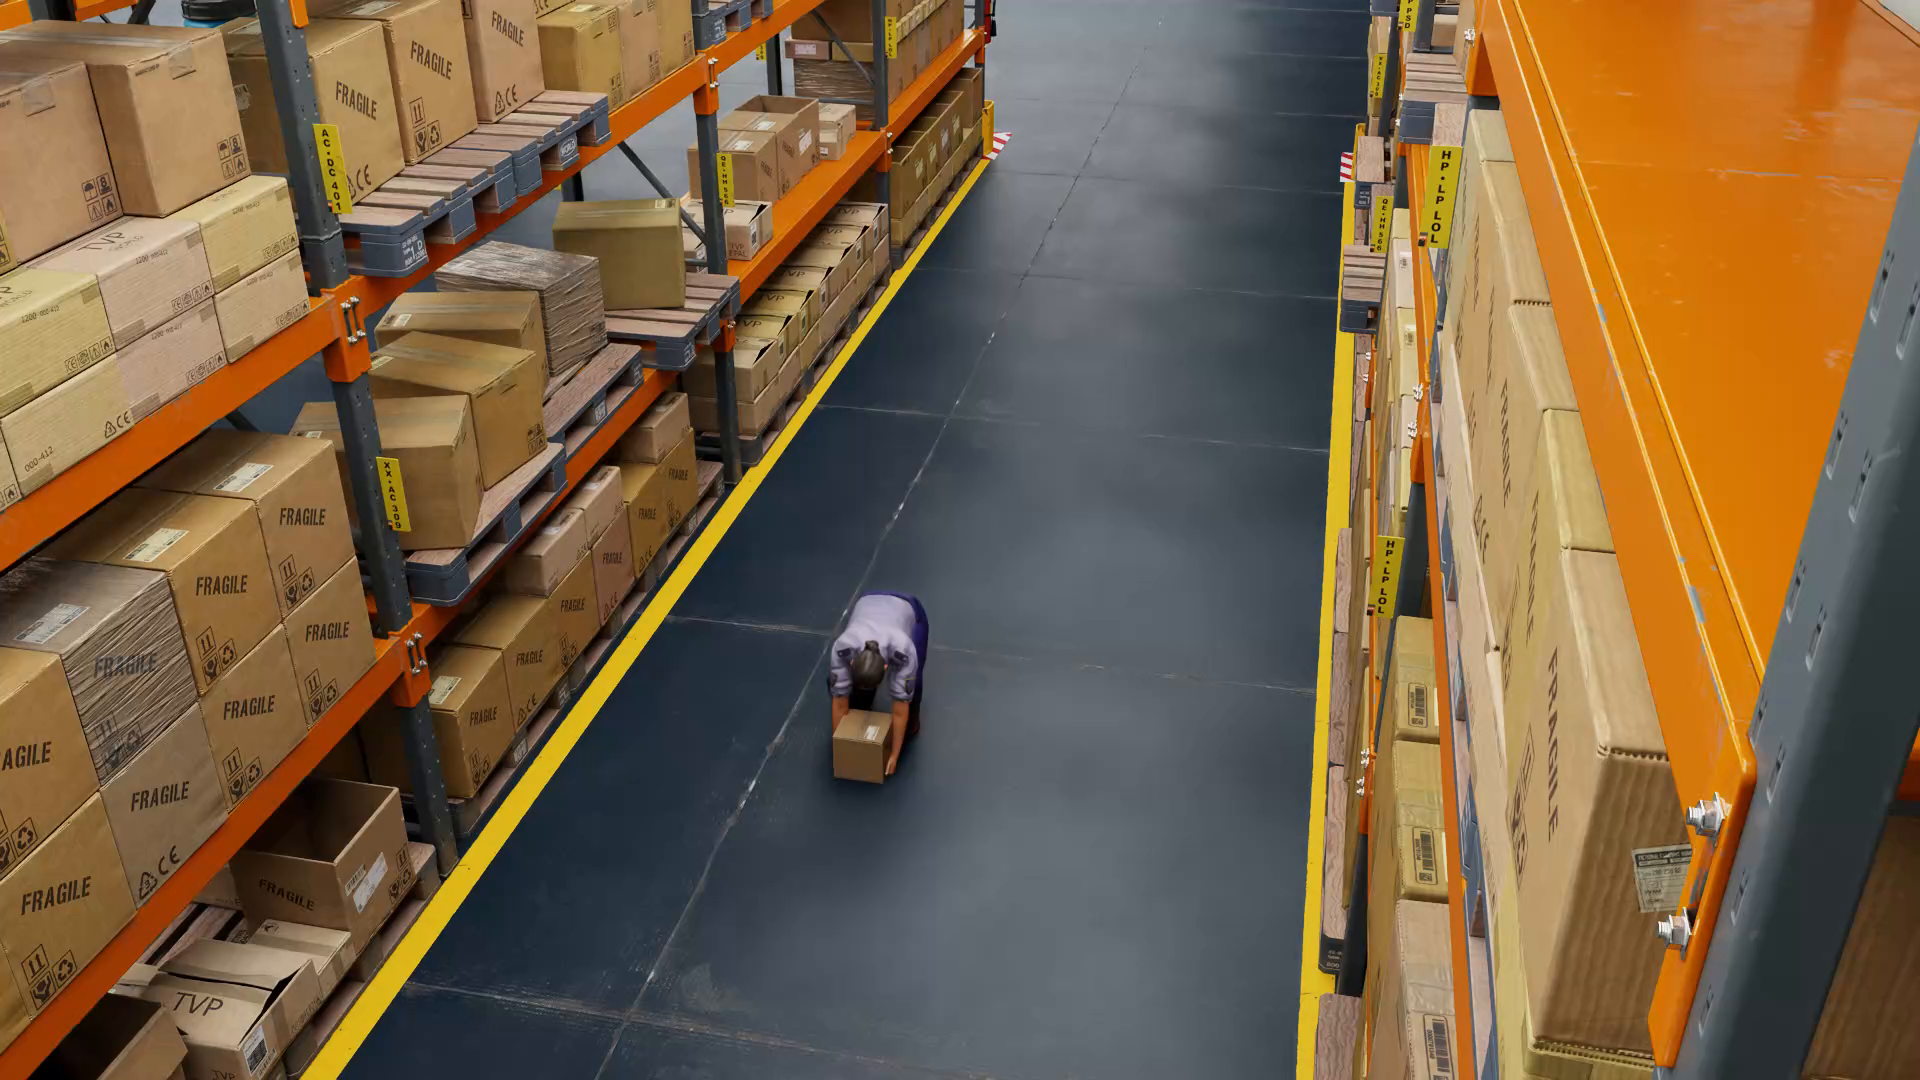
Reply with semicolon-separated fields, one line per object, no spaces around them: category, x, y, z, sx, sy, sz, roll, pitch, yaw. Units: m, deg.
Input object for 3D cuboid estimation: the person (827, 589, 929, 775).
person;-0.428;0.689;8.349;0.482;0.745;0.817;5;29;9
